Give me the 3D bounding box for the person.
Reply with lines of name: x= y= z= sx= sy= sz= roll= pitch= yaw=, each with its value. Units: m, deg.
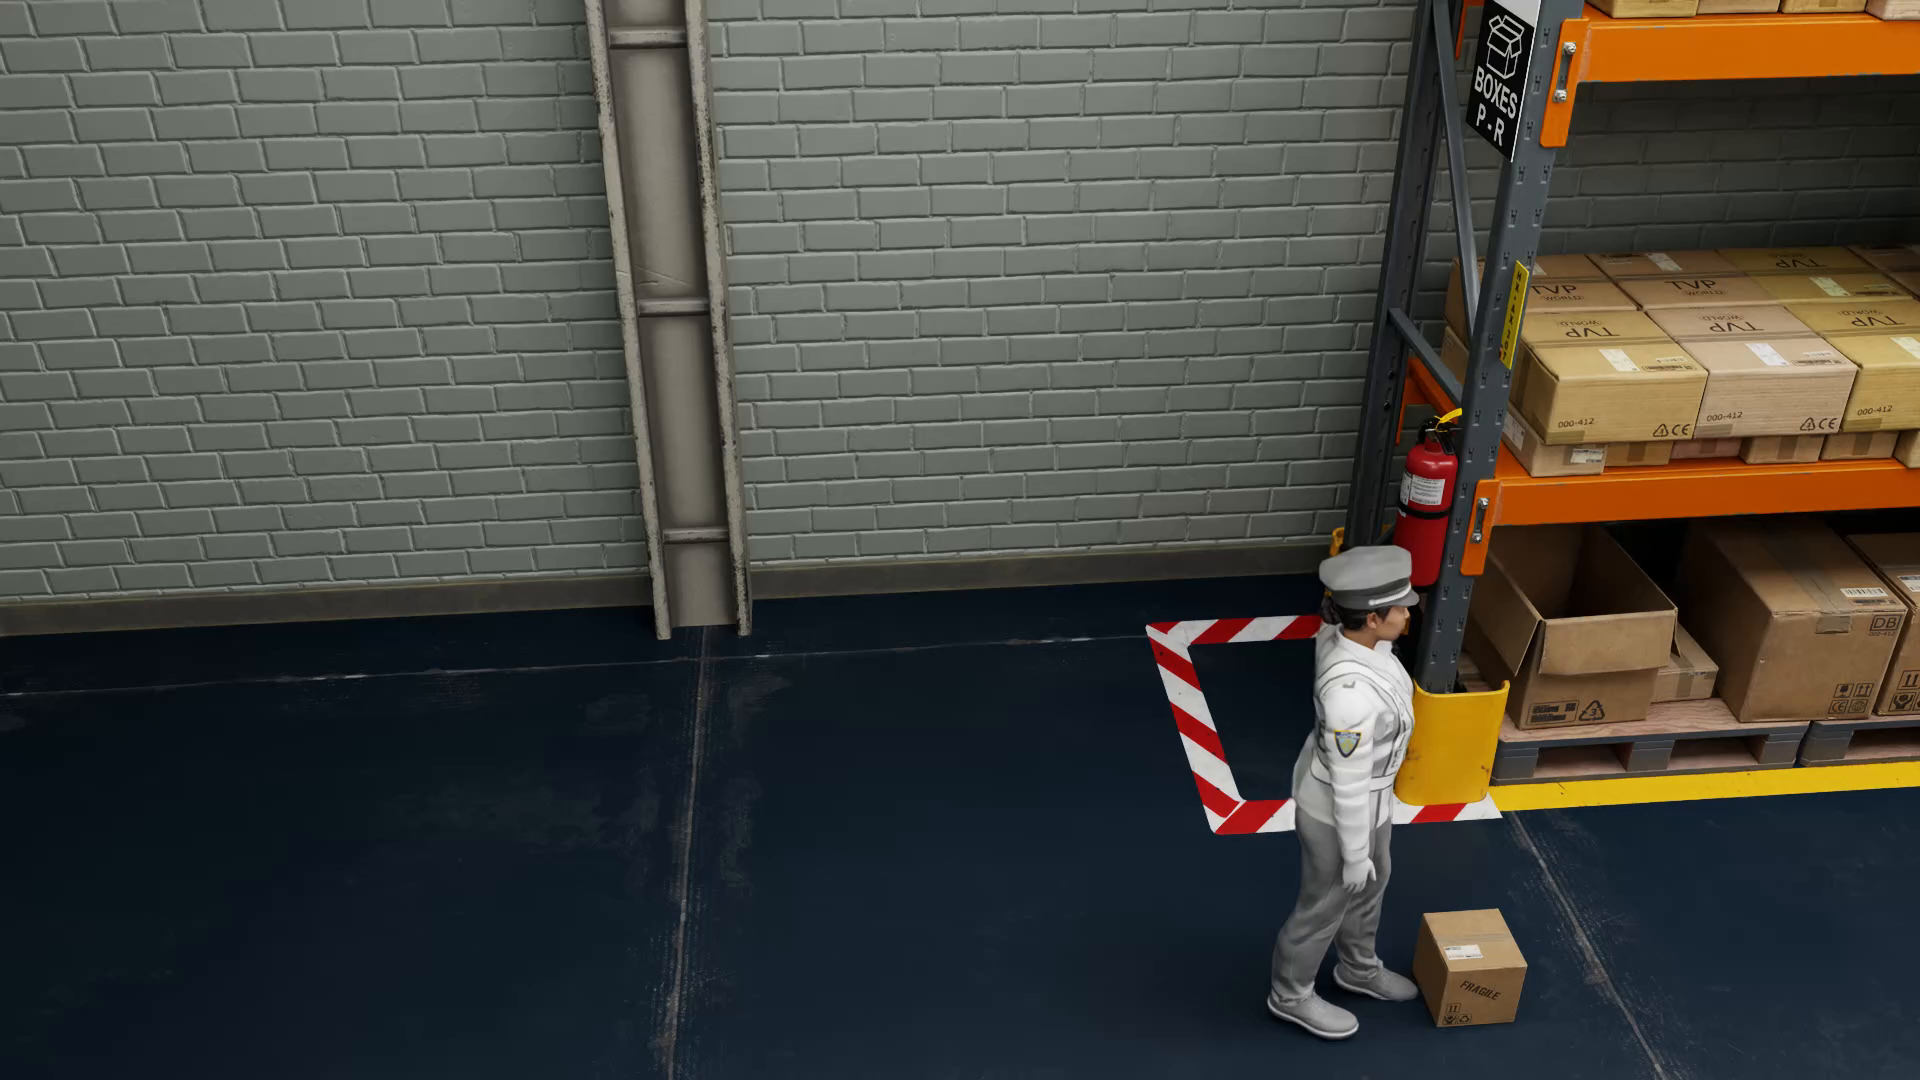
person: x=13.155 y=1.172 z=0.182 sx=25.707 sy=5.899 sz=2.777 roll=7 pitch=32 yaw=12
